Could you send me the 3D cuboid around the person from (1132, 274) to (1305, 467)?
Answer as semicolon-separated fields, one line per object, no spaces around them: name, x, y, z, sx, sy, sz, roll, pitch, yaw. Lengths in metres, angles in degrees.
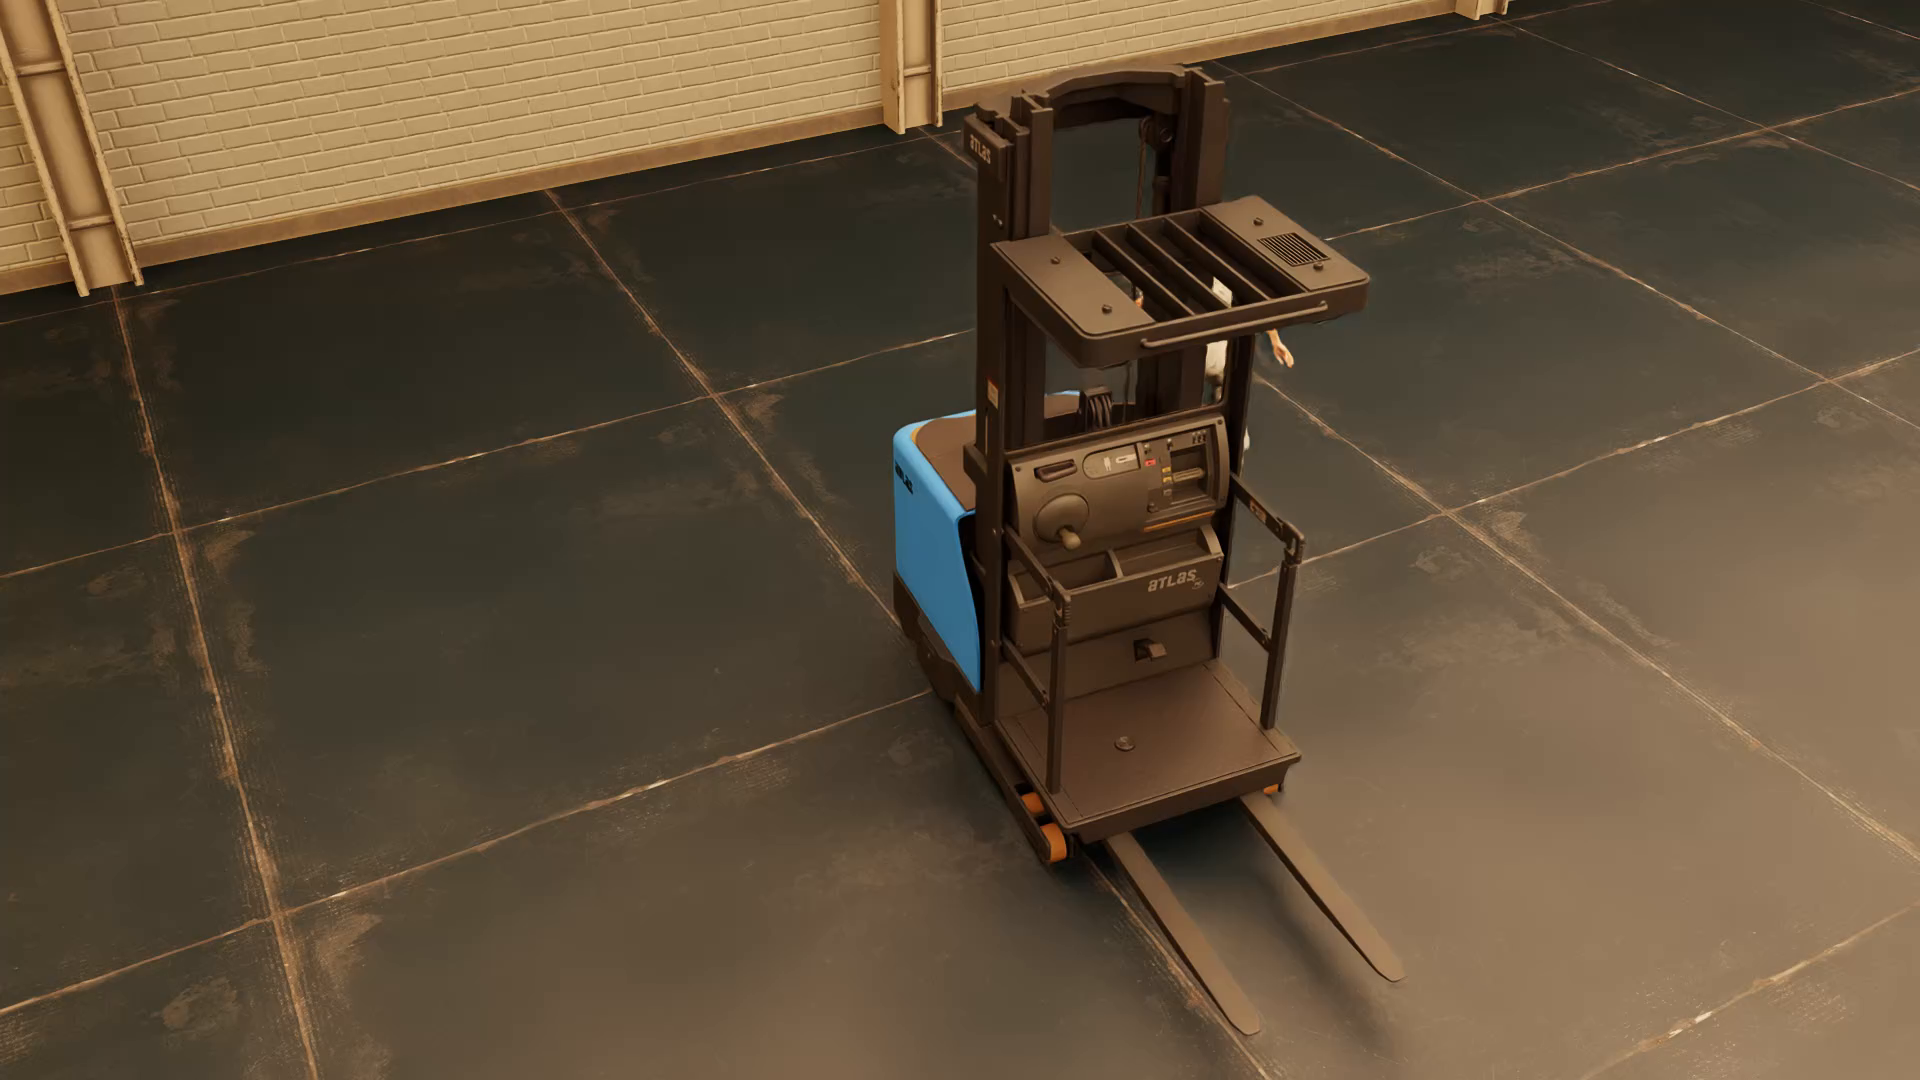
person;1.339;-1.033;8.883;0.909;1.579;0.497;-4;35;-5

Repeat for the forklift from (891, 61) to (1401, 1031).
forklift;0.711;-0.172;6.366;1.130;2.935;3.031;-14;38;-19
